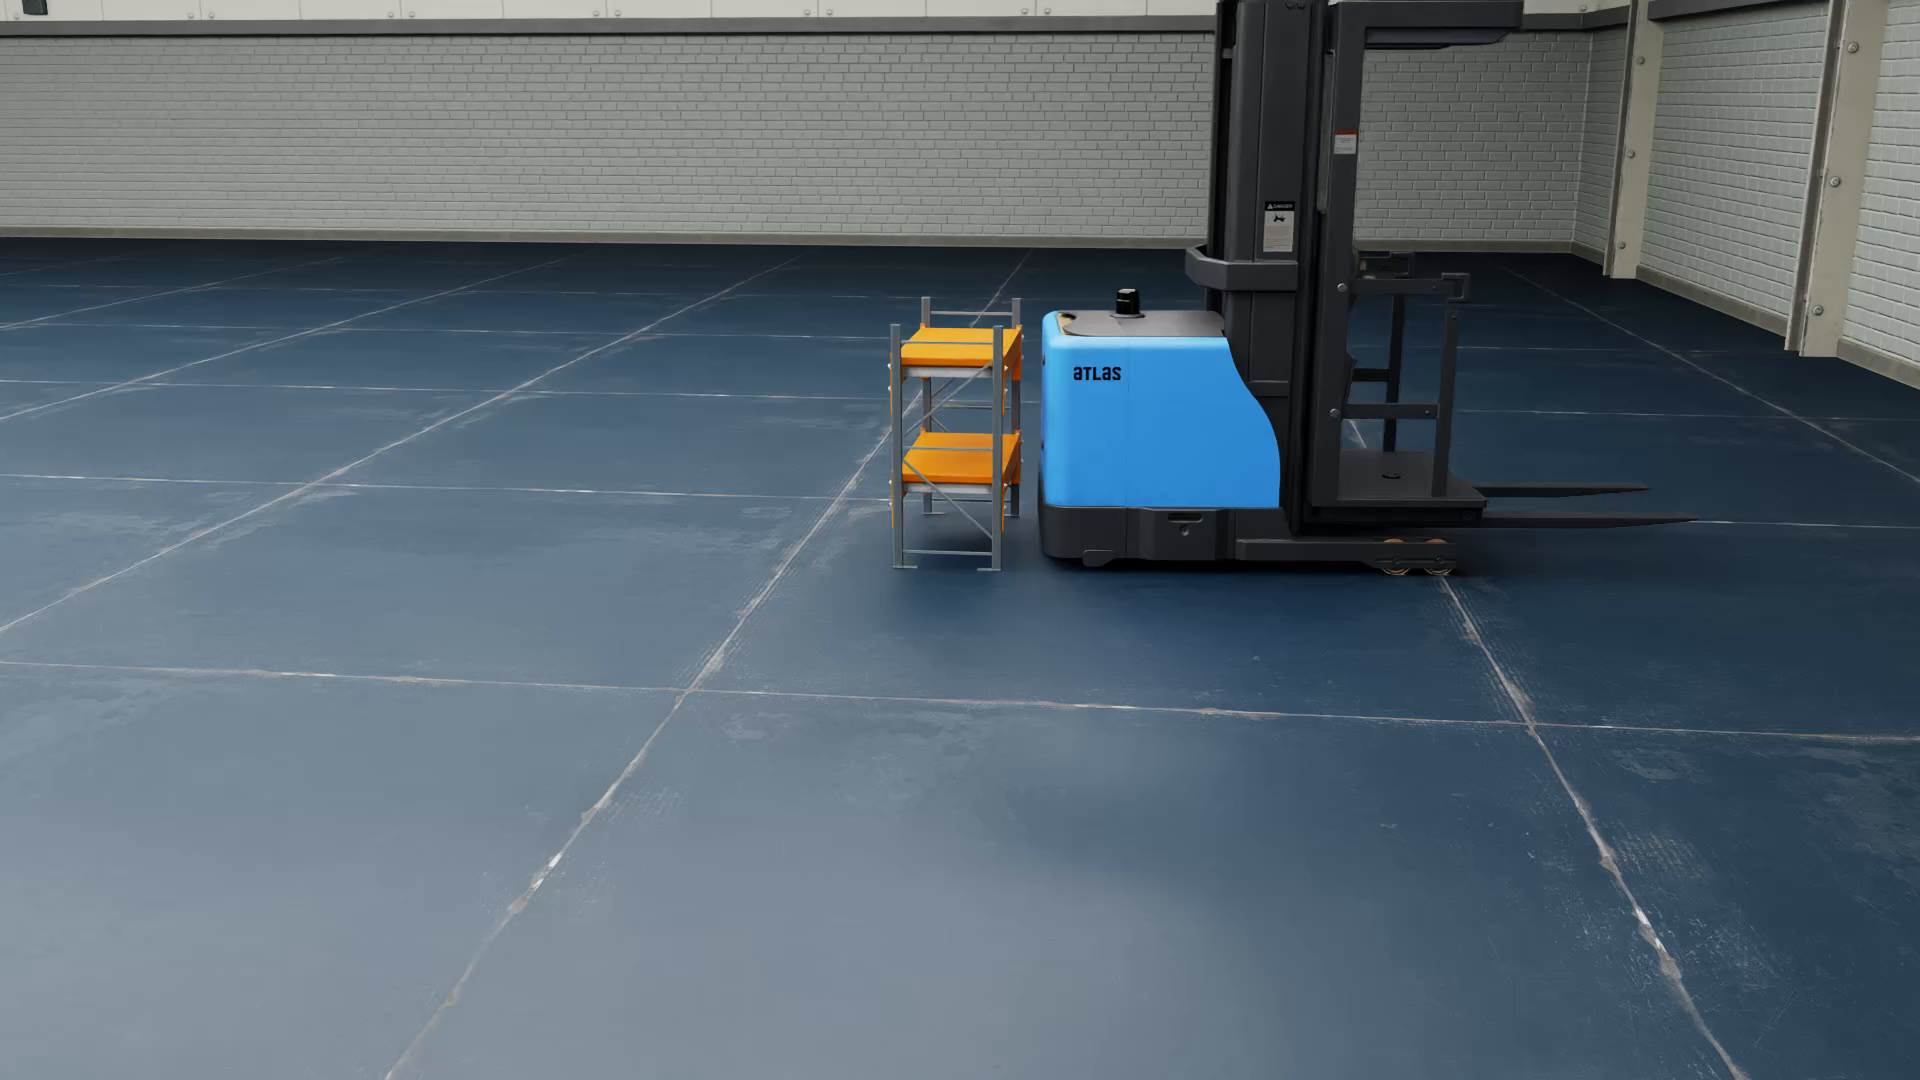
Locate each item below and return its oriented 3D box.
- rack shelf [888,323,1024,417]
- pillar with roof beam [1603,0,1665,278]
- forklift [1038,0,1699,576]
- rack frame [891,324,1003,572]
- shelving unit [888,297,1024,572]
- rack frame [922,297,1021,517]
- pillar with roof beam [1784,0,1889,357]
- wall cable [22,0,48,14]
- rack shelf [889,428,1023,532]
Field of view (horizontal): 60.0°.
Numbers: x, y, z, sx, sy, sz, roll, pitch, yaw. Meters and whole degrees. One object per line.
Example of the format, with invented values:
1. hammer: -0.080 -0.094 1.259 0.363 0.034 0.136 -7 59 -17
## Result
1. rack shelf: -0.001 -0.824 7.932 0.538 0.278 1.000 2 15 6
2. pillar with roof beam: 3.556 -7.597 19.018 9.100 9.000 0.400 2 15 6
3. forklift: 1.904 -1.392 7.695 3.031 2.935 1.130 0 15 1
4. rack frame: -0.058 -0.409 7.521 0.500 1.125 0.032 2 15 6
5. shelving unit: -0.001 -0.541 8.009 0.538 1.125 1.048 2 15 6
6. rack frame: 0.057 -0.673 8.496 0.500 1.125 0.032 2 15 6
7. pillar with roof beam: 2.878 -6.041 13.263 9.100 9.000 0.400 2 15 6
8. wall cable: -12.388 -10.481 23.169 2.305 6.003 0.169 2 15 6
9. rack shelf: -0.001 -0.305 8.073 0.538 0.278 1.000 2 15 6
